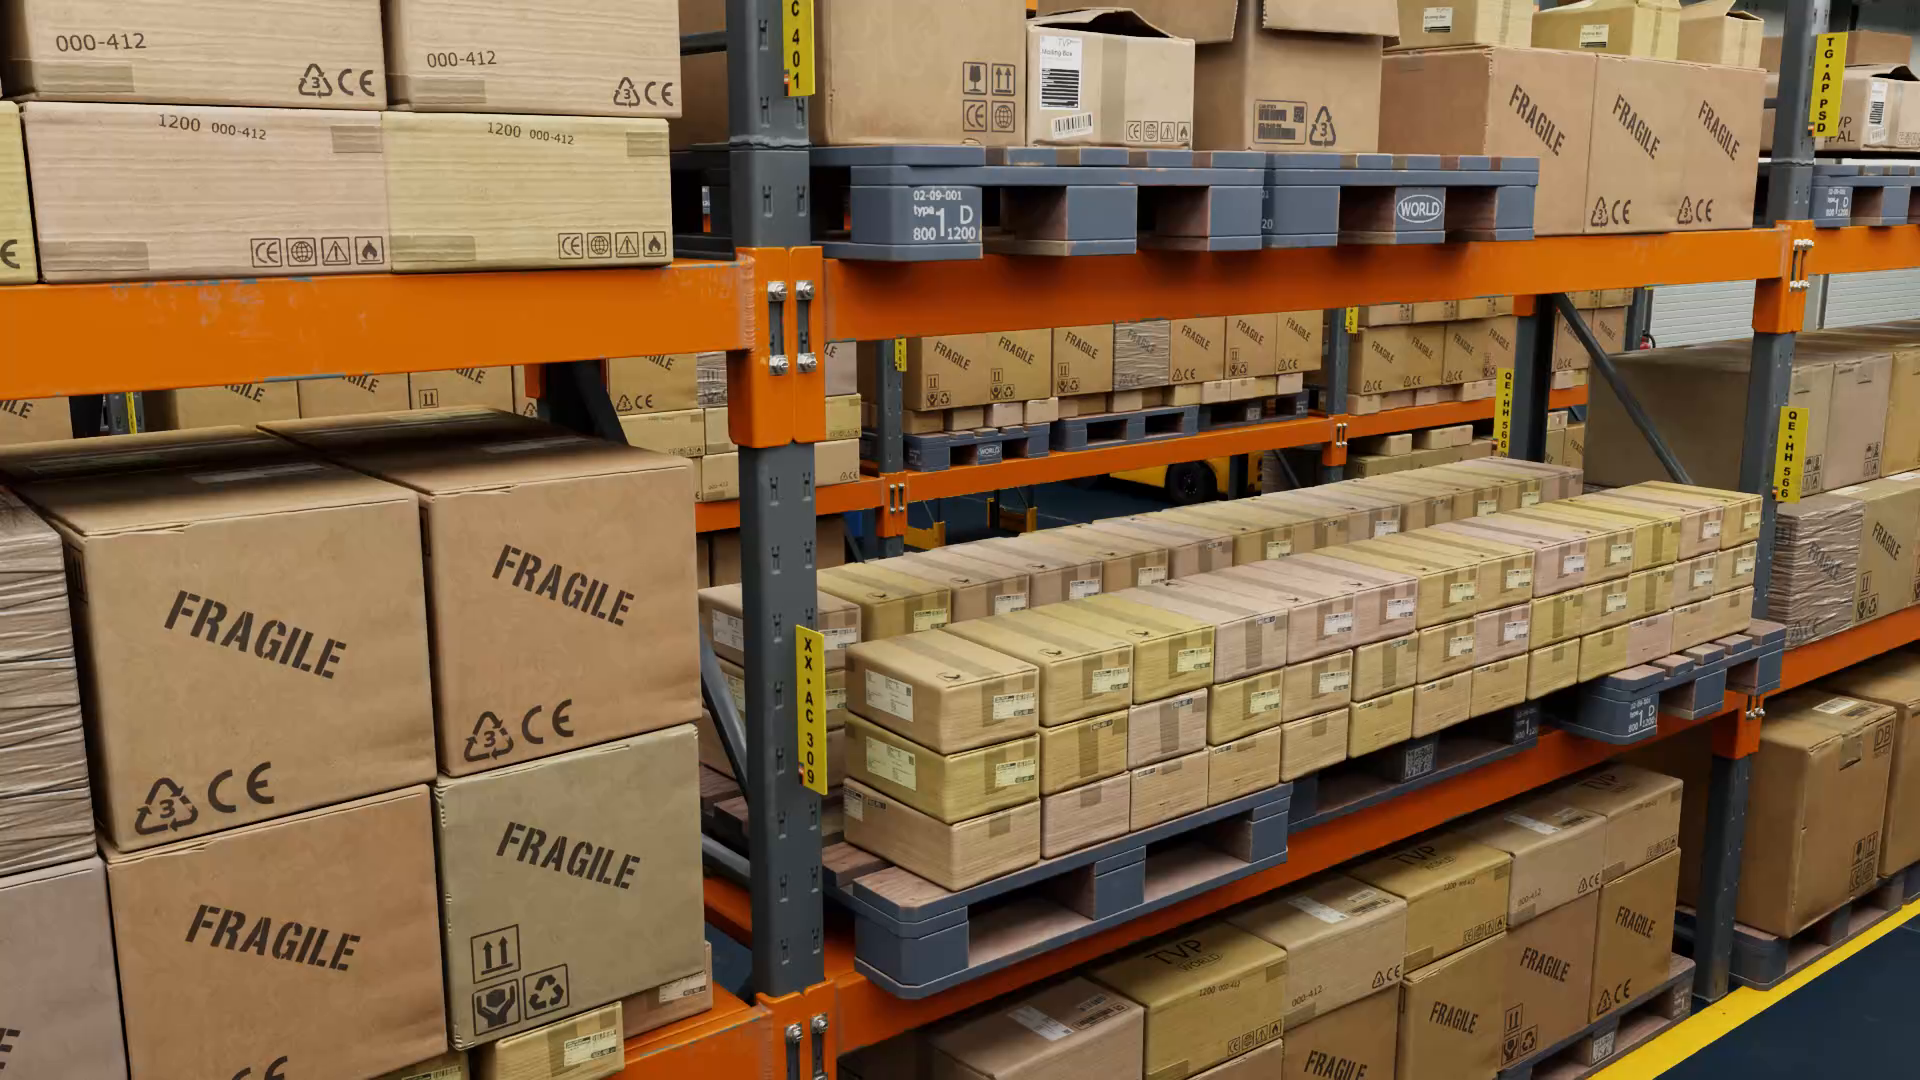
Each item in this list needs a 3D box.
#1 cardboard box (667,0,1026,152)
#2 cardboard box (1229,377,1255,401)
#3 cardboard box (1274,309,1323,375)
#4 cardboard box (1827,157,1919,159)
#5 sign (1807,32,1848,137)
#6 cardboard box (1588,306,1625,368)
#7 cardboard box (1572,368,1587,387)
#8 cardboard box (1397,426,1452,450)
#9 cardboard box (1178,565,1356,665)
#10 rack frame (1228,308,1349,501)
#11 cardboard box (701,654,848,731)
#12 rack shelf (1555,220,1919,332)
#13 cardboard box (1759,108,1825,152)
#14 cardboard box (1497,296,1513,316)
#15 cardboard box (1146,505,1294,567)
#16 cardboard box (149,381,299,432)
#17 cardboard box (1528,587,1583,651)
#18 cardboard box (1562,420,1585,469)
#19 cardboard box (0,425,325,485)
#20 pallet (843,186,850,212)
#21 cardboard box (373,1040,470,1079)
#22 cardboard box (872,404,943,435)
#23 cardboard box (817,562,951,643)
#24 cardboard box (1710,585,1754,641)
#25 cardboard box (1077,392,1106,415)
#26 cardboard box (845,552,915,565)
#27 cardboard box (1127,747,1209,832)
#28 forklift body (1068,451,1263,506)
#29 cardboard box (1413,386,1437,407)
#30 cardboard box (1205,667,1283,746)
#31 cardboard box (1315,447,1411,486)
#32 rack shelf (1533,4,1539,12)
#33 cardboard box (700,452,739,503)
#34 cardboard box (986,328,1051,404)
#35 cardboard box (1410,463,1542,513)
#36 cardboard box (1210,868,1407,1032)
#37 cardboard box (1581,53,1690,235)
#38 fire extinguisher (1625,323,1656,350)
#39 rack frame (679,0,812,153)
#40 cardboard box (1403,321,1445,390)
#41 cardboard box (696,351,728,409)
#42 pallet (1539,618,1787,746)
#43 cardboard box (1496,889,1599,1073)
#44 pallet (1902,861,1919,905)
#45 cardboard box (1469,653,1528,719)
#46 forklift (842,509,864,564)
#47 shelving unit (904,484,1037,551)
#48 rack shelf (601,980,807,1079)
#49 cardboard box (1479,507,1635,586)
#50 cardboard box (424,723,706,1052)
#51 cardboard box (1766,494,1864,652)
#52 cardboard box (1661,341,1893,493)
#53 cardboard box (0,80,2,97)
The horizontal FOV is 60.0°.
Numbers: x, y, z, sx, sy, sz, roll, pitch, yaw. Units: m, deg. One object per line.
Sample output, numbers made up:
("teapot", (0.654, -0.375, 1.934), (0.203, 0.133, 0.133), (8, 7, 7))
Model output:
("cardboard box", (-0.273, -1.084, 3.537), (0.500, 0.500, 0.700), (-9, 15, -38))
("cardboard box", (1.813, -1.059, 11.488), (0.250, 0.149, 0.380), (-10, 15, -39))
("cardboard box", (2.221, -1.461, 11.821), (0.500, 0.500, 0.500), (-10, 15, -39))
("cardboard box", (4.016, -1.816, 7.311), (0.258, 0.266, 0.396), (-9, 15, -38))
("sign", (2.823, -1.482, 5.419), (0.005, 0.325, 0.100), (-9, 15, -38))
("cardboard box", (5.310, -1.757, 14.224), (0.500, 0.500, 0.500), (-10, 15, -39))
("cardboard box", (5.061, -1.391, 14.062), (0.250, 0.149, 0.380), (-10, 15, -39))
("cardboard box", (3.603, -0.809, 12.960), (0.250, 0.149, 0.380), (-9, 15, -35))
("cardboard box", (0.769, 0.184, 4.203), (0.250, 0.149, 0.380), (-10, 15, -38))
("rack frame", (2.438, -1.159, 12.363), (0.127, 3.000, 1.000), (-9, 15, -38))
("cardboard box", (-0.450, 0.358, 4.101), (0.250, 0.149, 0.380), (-9, 15, -36))
("rack shelf", (4.047, -1.225, 7.185), (4.000, 0.370, 1.077), (-9, 15, -38))
("cardboard box", (2.846, -1.466, 5.942), (0.250, 0.149, 0.380), (-10, 16, -40))
("cardboard box", (4.089, -2.070, 13.291), (0.500, 0.500, 0.700), (-10, 15, -38))
("cardboard box", (0.781, 0.008, 5.032), (0.250, 0.149, 0.380), (-10, 15, -38))
("cardboard box", (-3.286, -0.669, 7.410), (0.500, 0.500, 0.500), (-9, 15, -37))
("cardboard box", (1.582, 0.194, 4.871), (0.250, 0.149, 0.380), (-10, 15, -38))
("cardboard box", (5.099, -0.759, 14.283), (0.500, 0.500, 0.500), (-9, 15, -37))
("cardboard box", (-1.538, 0.075, 3.192), (0.500, 0.500, 0.500), (-10, 16, -39))
("pallet", (-1.155, -1.922, 9.193), (1.003, 0.211, 1.213), (-9, 15, -35))
("cardboard box", (-1.094, 0.943, 3.070), (0.250, 0.149, 0.380), (-9, 15, -35))
("cardboard box", (-0.316, -0.734, 9.958), (0.250, 0.149, 0.380), (-11, 16, -41))
("cardboard box", (-0.237, 0.177, 4.235), (0.250, 0.149, 0.380), (-10, 16, -39))
("cardboard box", (2.388, 0.206, 5.530), (0.250, 0.149, 0.380), (-9, 15, -37))
("cardboard box", (0.732, -0.913, 10.799), (0.250, 0.149, 0.380), (-9, 15, -35))
("cardboard box", (-0.238, 0.369, 10.486), (0.625, 0.372, 0.950), (-11, 16, -41))
("cardboard box", (0.368, 0.542, 3.951), (0.250, 0.149, 0.380), (-9, 15, -37))
("forklift body", (2.117, -1.525, 16.133), (1.214, 2.155, 2.313), (-9, 15, -38))
("cardboard box", (3.452, -1.132, 12.841), (0.250, 0.149, 0.380), (-9, 15, -36))
("cardboard box", (0.562, 0.363, 4.074), (0.250, 0.149, 0.380), (-10, 16, -40))
("cardboard box", (3.067, -0.419, 12.682), (0.500, 0.500, 0.500), (-9, 15, -35))
("rack shelf", (4.000, -3.999, 13.037), (4.000, 0.370, 1.077), (-9, 15, -38))
("cardboard box", (-1.307, -0.390, 9.103), (0.500, 0.250, 0.500), (-9, 15, -37))
("cardboard box", (0.213, -1.129, 10.256), (0.500, 0.500, 0.500), (-8, 15, -35))
("cardboard box", (1.796, -0.159, 5.820), (0.250, 0.149, 0.380), (-10, 16, -39))
("cardboard box", (0.920, 1.132, 4.779), (0.500, 0.250, 0.500), (-9, 15, -36))
("cardboard box", (1.816, -1.184, 5.019), (0.500, 0.500, 0.500), (-9, 15, -38))
("fire extinguisher", (5.939, -1.580, 14.533), (0.183, 0.674, 0.296), (-9, 15, -38))
("rack frame", (-0.638, -2.265, 3.132), (0.127, 3.000, 1.000), (-9, 15, -38))
("cardboard box", (3.333, -1.434, 12.702), (0.500, 0.500, 0.500), (-10, 15, -38))
("cardboard box", (-1.321, -1.000, 8.969), (0.500, 0.500, 0.500), (-9, 15, -37))
("pallet", (1.996, 0.354, 5.703), (1.003, 0.211, 1.213), (-9, 15, -38))
("cardboard box", (1.727, 1.362, 5.499), (0.500, 0.500, 0.500), (-9, 15, -35))
("pallet", (4.100, 1.267, 7.655), (1.213, 0.211, 1.003), (-9, 15, -38))
("cardboard box", (1.383, 0.372, 4.750), (0.250, 0.149, 0.380), (-9, 15, -36))
("forklift", (-2.212, -1.056, 12.043), (3.031, 2.935, 1.130), (-9, 15, -37))
("shelving unit", (0.060, -0.744, 14.020), (1.083, 1.500, 0.587), (-9, 15, -38))
("rack shelf", (-2.199, 1.281, 2.608), (4.000, 0.370, 1.077), (-9, 15, -38))
("cardboard box", (1.781, 0.016, 4.993), (0.250, 0.149, 0.380), (-9, 15, -36))
("cardboard box", (-0.839, 0.583, 3.203), (0.500, 0.500, 0.500), (-9, 15, -38))
("cardboard box", (3.005, 0.087, 6.257), (0.500, 0.500, 0.500), (-9, 15, -37))
("cardboard box", (3.237, -0.510, 6.662), (0.500, 0.500, 0.700), (-10, 15, -38))
("cardboard box", (-1.657, -0.734, 2.300), (0.500, 0.250, 0.500), (-9, 15, -35))
